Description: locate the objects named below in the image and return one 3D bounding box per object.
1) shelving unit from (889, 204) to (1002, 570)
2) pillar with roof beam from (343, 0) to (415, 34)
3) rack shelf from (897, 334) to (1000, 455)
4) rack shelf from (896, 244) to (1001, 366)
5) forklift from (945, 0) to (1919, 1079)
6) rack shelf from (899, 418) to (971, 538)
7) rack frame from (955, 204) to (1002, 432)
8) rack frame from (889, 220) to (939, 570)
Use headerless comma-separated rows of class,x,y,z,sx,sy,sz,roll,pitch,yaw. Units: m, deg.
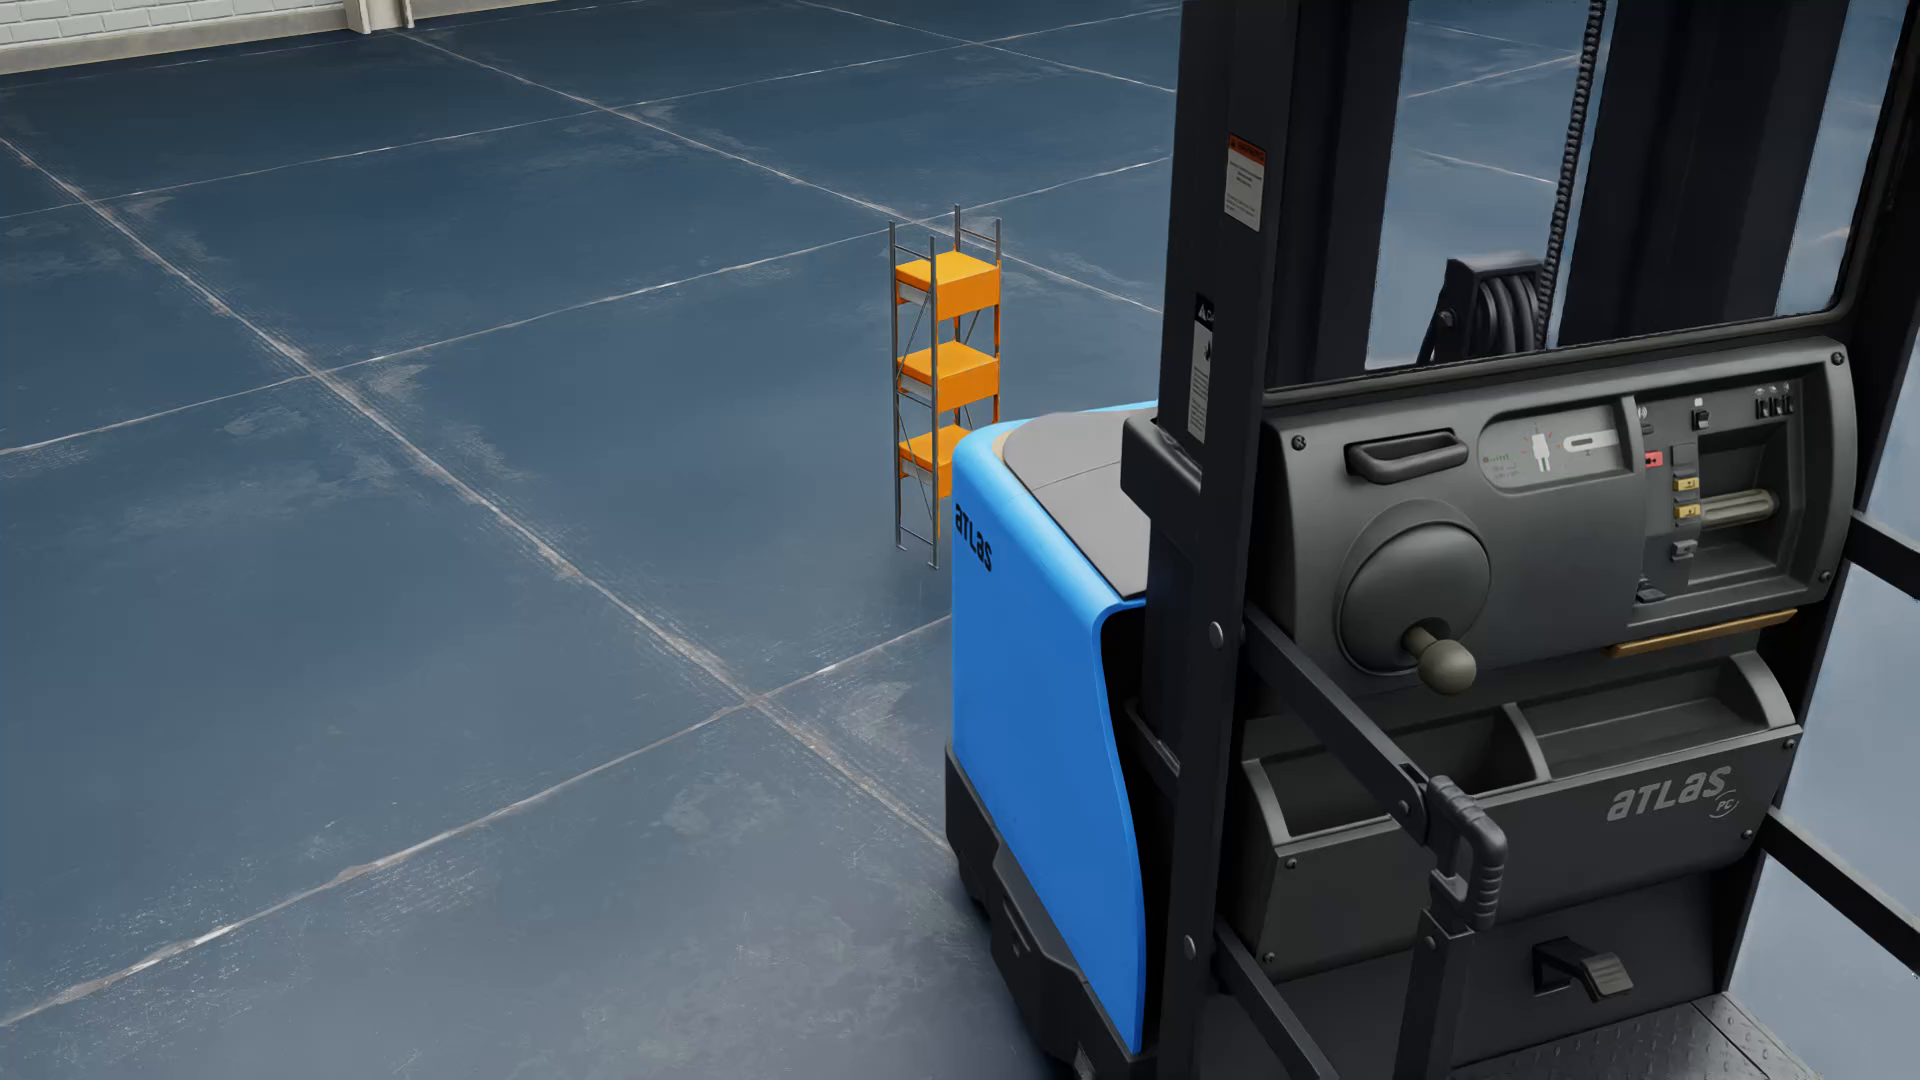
shelving unit,-0.041,-0.447,4.972,0.252,1.050,0.215,-22,35,-35
pillar with roof beam,-1.526,-6.251,7.399,0.400,9.000,9.100,-22,35,-35
rack shelf,-0.041,-0.437,4.977,0.240,0.259,0.215,-22,35,-35
rack shelf,-0.041,-0.688,4.843,0.240,0.259,0.215,-22,35,-35
forklift,0.933,0.004,2.132,1.130,2.935,3.031,-9,30,-17
rack shelf,-0.041,-0.192,5.108,0.240,0.259,0.215,-22,35,-35
rack frame,0.052,-0.484,5.042,0.008,1.050,0.200,-22,35,-35
rack frame,-0.134,-0.409,4.902,0.008,1.050,0.200,-22,35,-35
